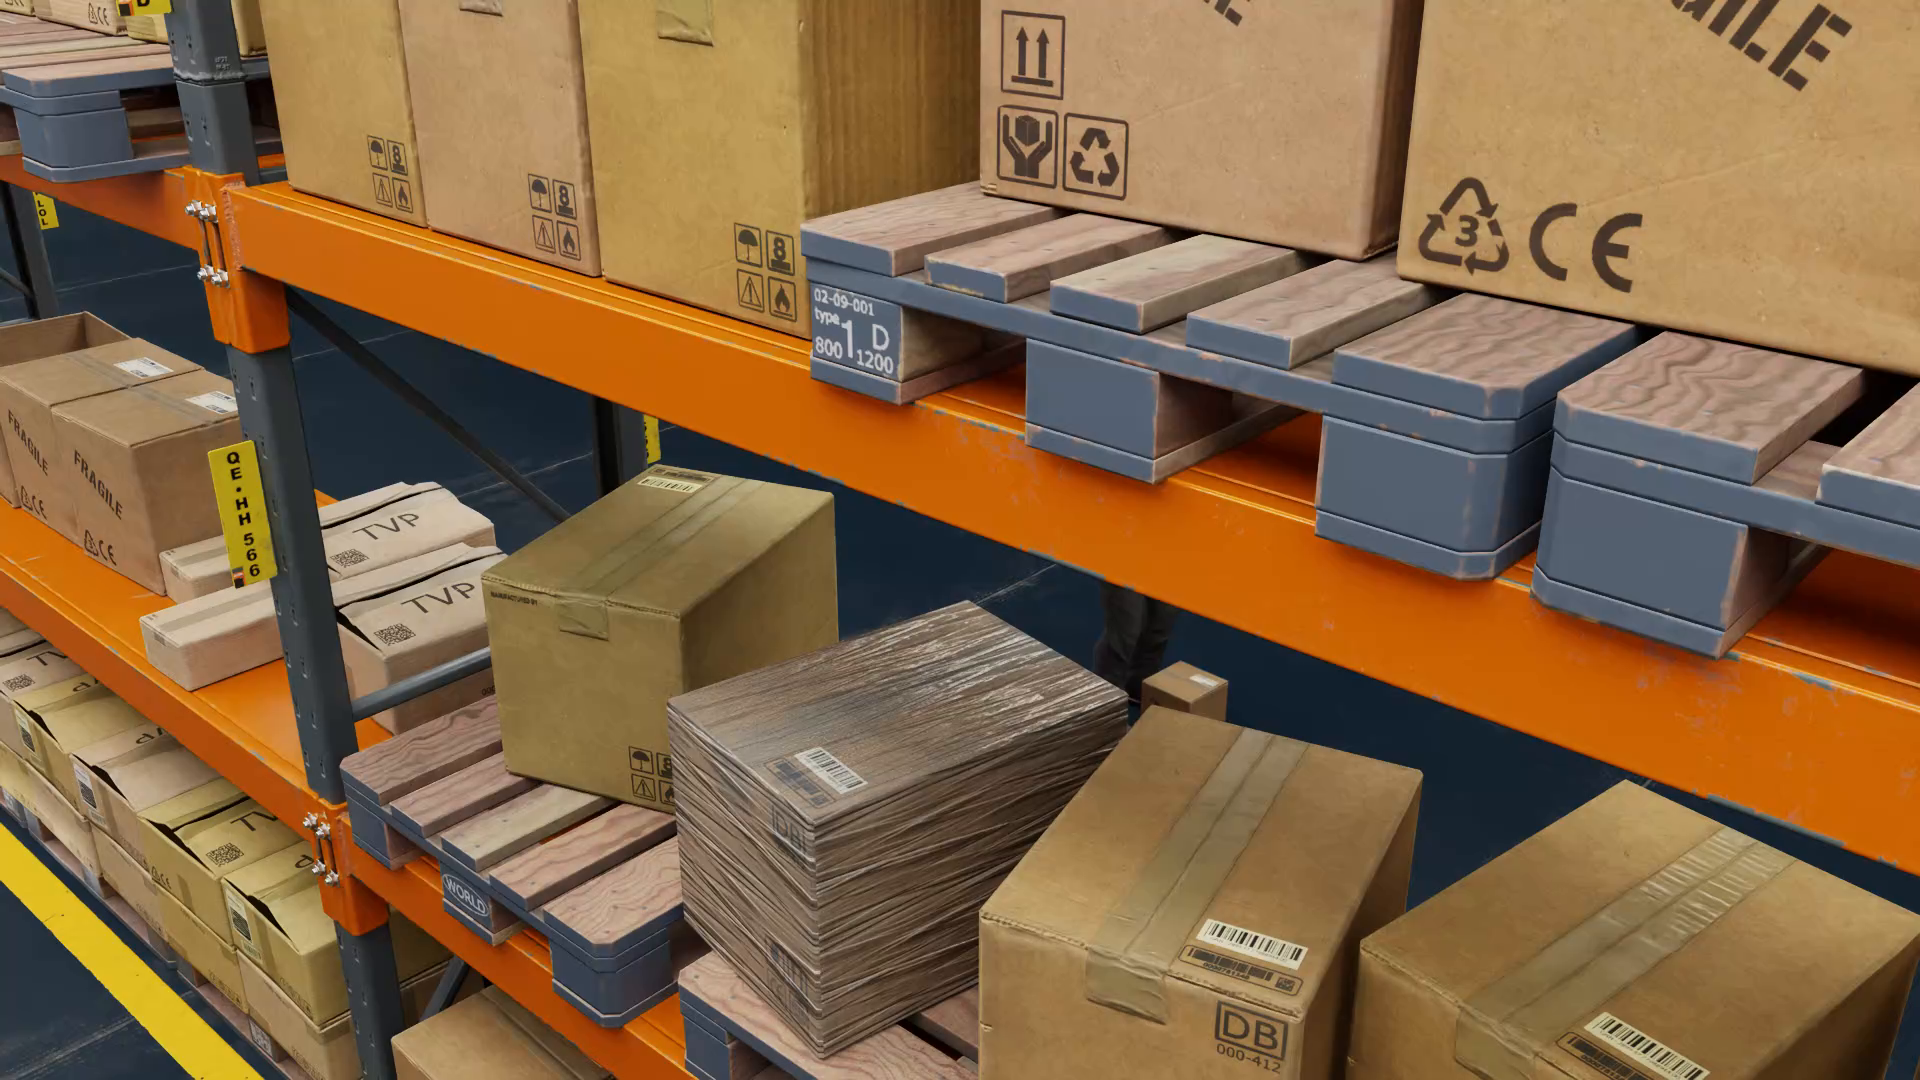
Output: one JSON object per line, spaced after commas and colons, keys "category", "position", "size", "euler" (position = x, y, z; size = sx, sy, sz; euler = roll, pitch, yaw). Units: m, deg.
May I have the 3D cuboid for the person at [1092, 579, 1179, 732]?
{"category": "person", "position": [0.729, -0.017, 6.648], "size": [0.349, 1.653, 0.519], "euler": [18, 30, 35]}
